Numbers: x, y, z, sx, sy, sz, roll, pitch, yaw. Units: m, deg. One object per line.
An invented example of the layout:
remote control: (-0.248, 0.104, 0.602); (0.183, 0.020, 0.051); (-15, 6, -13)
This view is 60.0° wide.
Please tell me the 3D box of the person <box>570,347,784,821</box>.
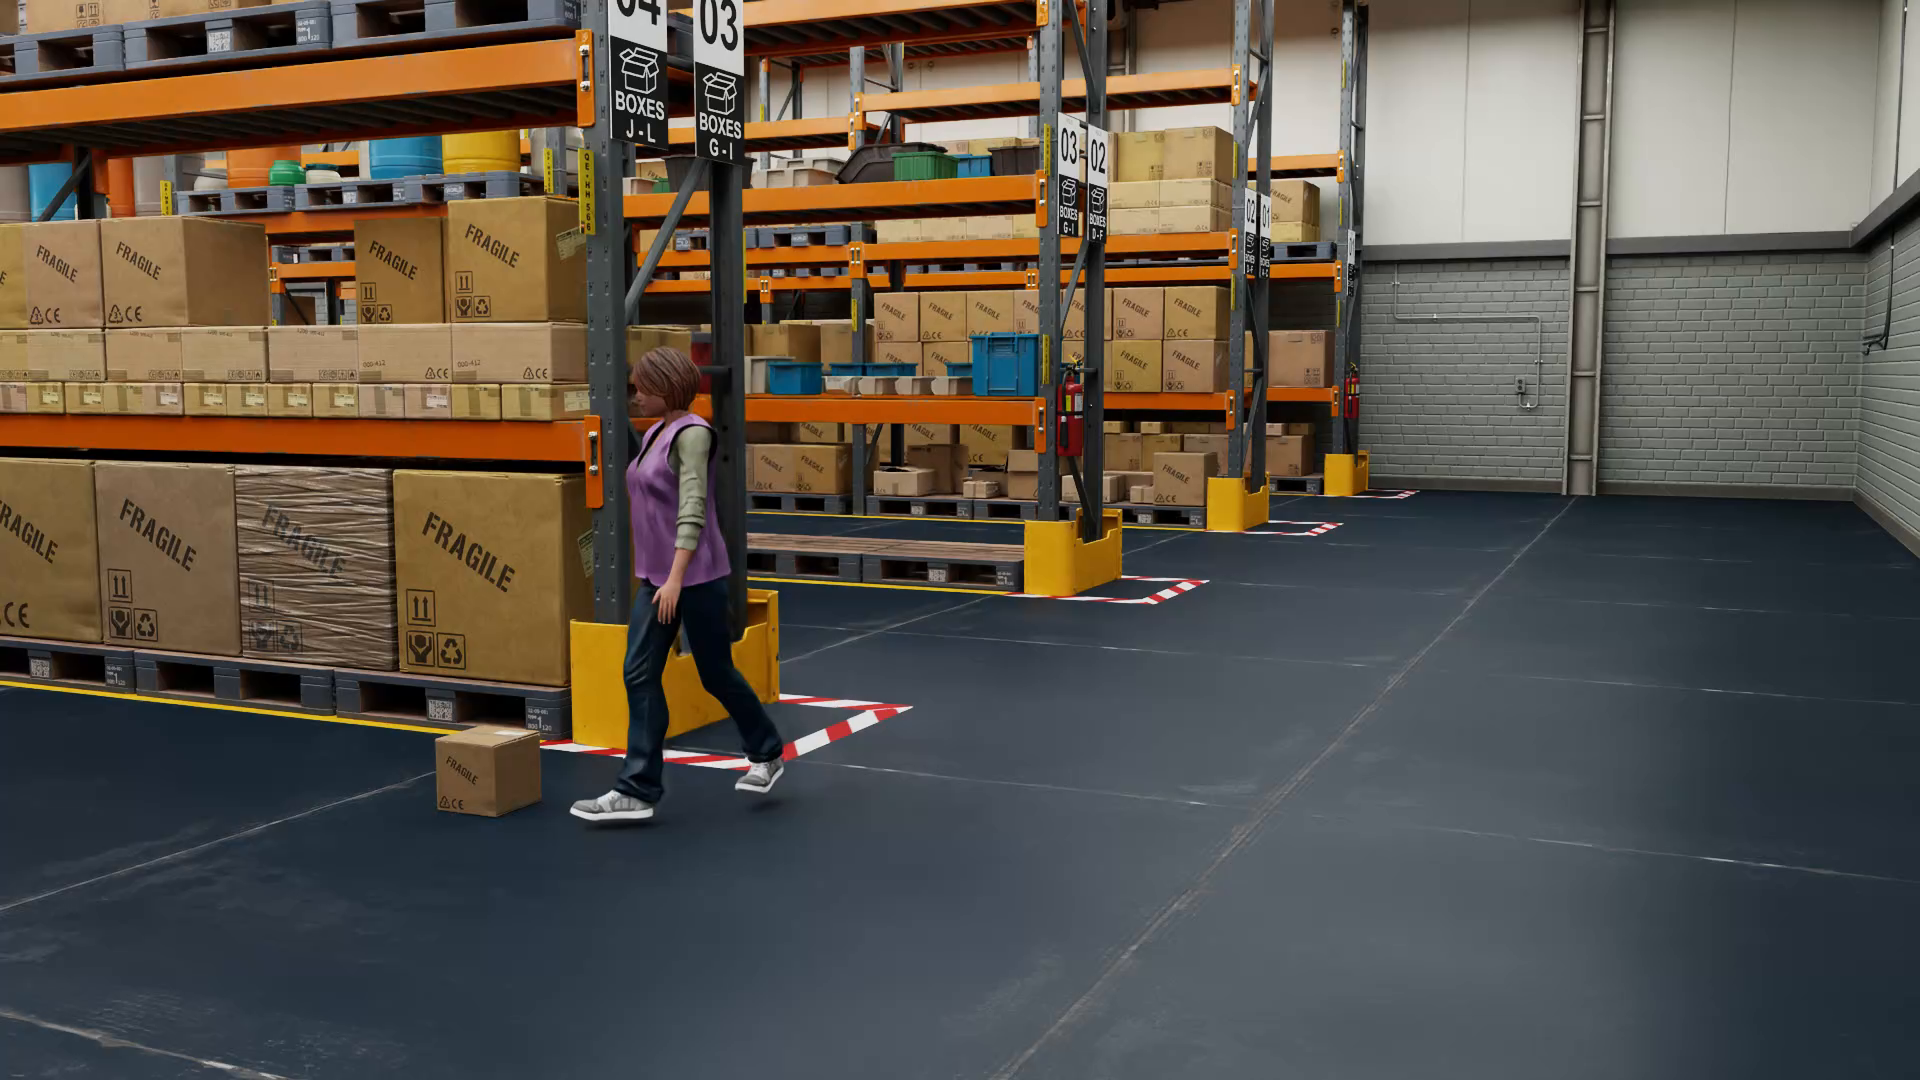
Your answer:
person: (-0.920, 0.137, 5.575); (0.789, 1.560, 0.494); (-5, 7, -38)
